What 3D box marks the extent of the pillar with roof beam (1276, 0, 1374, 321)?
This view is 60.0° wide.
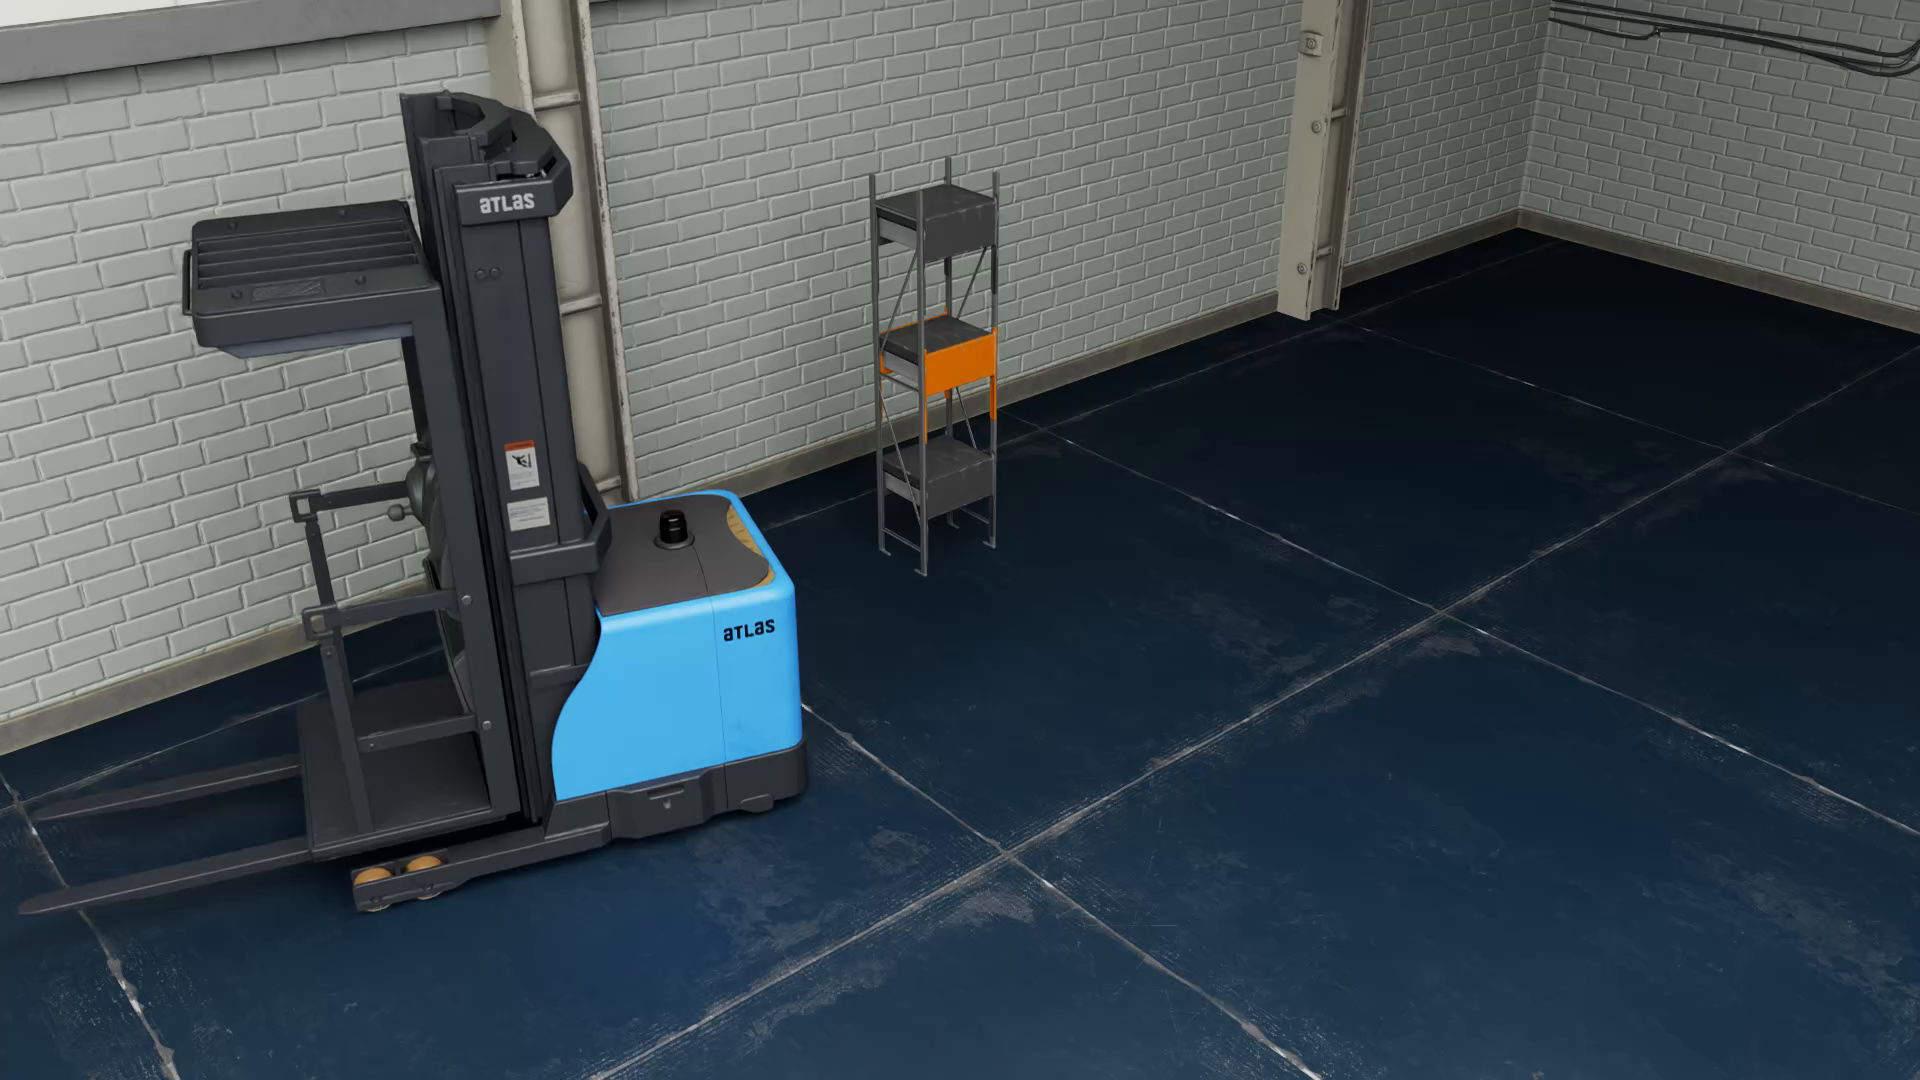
[{"bbox_3d":[5.396,-4.160,7.486,0.400,9.000,9.100,-22,35,-35],"label":"pillar with roof beam"}]

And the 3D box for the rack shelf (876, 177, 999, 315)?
[{"bbox_3d":[-0.126,-1.481,8.337,0.480,0.518,0.431,-22,35,-35],"label":"rack shelf"}]

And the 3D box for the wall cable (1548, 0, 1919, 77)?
[{"bbox_3d":[5.701,-4.761,11.906,0.112,2.526,3.097,-22,35,-35],"label":"wall cable"}]

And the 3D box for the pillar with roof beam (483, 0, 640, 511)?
[{"bbox_3d":[0.832,-2.324,4.052,0.400,9.000,9.100,-22,35,-35],"label":"pillar with roof beam"}]

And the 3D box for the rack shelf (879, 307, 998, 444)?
[{"bbox_3d":[-0.126,-0.863,8.667,0.480,0.518,0.431,-22,35,-35],"label":"rack shelf"}]

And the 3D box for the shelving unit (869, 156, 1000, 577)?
[{"bbox_3d":[-0.126,-0.875,8.660,0.503,2.100,0.431,-22,35,-35],"label":"shelving unit"}]

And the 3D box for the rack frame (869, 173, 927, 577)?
[{"bbox_3d":[-0.312,-0.801,8.521,0.015,2.100,0.400,-22,35,-35],"label":"rack frame"}]

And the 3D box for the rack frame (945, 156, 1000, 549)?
[{"bbox_3d":[0.060,-0.950,8.800,0.015,2.100,0.400,-22,35,-35],"label":"rack frame"}]

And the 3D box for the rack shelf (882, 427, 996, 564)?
[{"bbox_3d":[-0.126,-0.246,8.997,0.480,0.518,0.431,-22,35,-35],"label":"rack shelf"}]

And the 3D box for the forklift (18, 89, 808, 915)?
[{"bbox_3d":[-2.221,-0.119,6.363,3.031,2.935,1.130,-11,30,-19],"label":"forklift"}]
